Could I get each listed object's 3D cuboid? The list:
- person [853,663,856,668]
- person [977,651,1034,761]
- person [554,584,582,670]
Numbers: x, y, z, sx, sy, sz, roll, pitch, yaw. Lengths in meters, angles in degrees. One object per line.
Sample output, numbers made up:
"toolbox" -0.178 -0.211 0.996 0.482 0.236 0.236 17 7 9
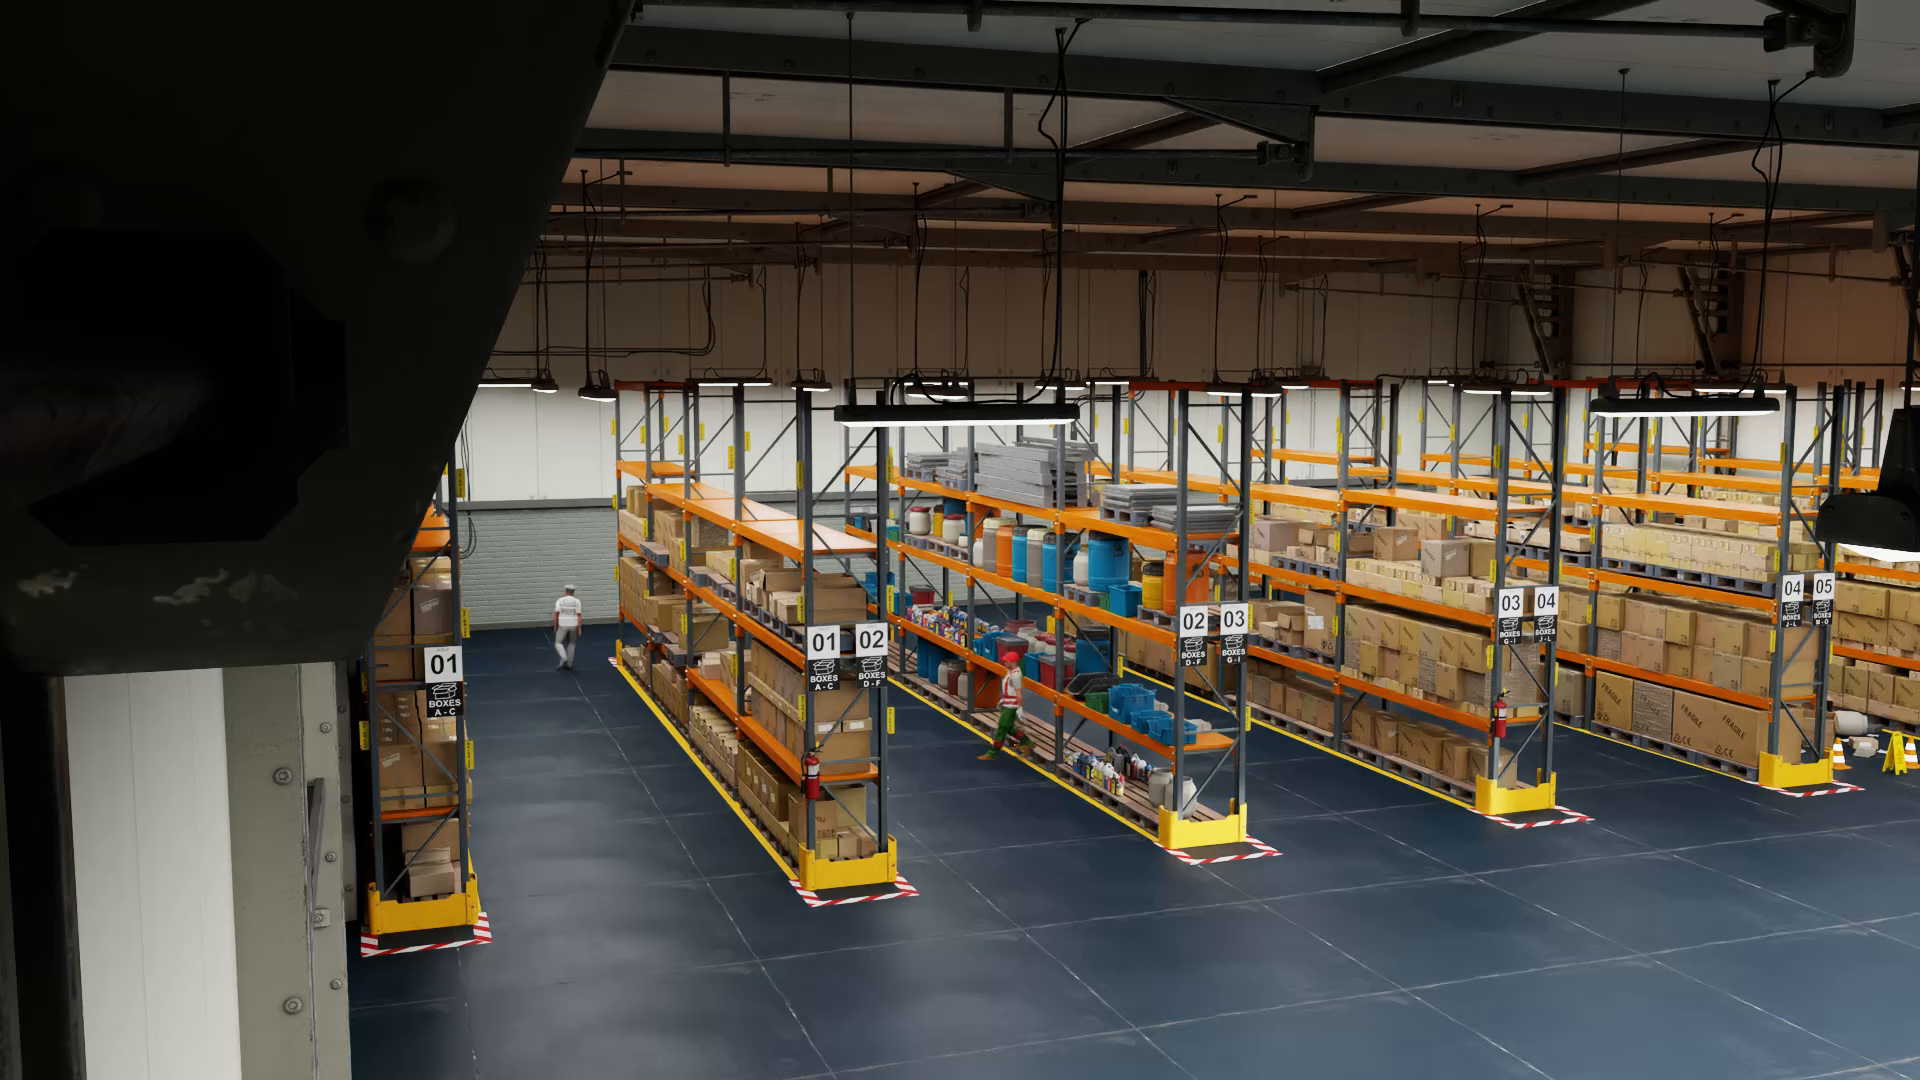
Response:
"person" -2.111 1.806 34.377 0.601 1.774 0.631 3 7 28
"person" 0.728 2.625 26.408 0.905 1.741 0.583 0 6 4
"person" -8.140 1.819 34.550 0.576 1.745 0.700 -2 6 -20
